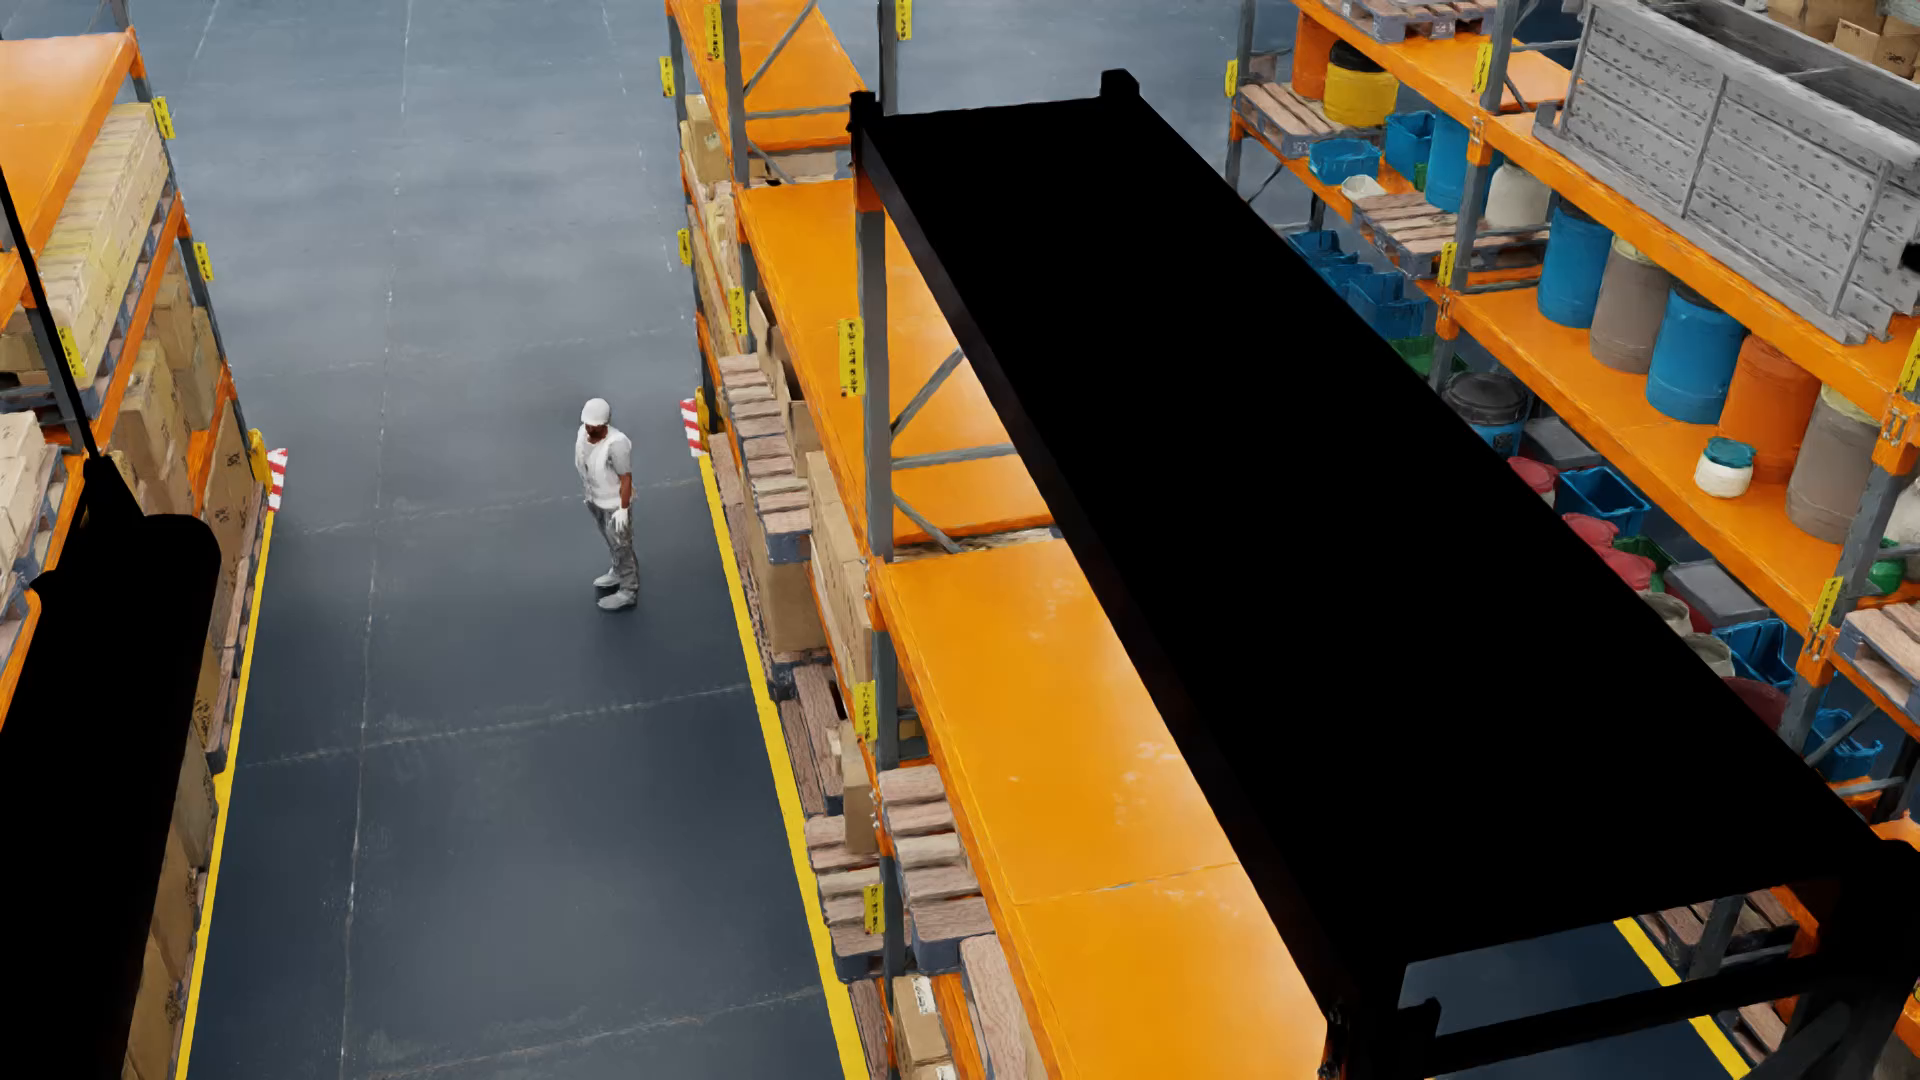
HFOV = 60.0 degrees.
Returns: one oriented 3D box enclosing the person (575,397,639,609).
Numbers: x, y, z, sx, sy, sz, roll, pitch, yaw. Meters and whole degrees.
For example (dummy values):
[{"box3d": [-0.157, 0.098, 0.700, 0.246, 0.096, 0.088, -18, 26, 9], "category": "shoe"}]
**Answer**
[{"box3d": [-2.764, -0.300, 12.924, 0.457, 1.783, 0.618, -28, 43, -34], "category": "person"}]
